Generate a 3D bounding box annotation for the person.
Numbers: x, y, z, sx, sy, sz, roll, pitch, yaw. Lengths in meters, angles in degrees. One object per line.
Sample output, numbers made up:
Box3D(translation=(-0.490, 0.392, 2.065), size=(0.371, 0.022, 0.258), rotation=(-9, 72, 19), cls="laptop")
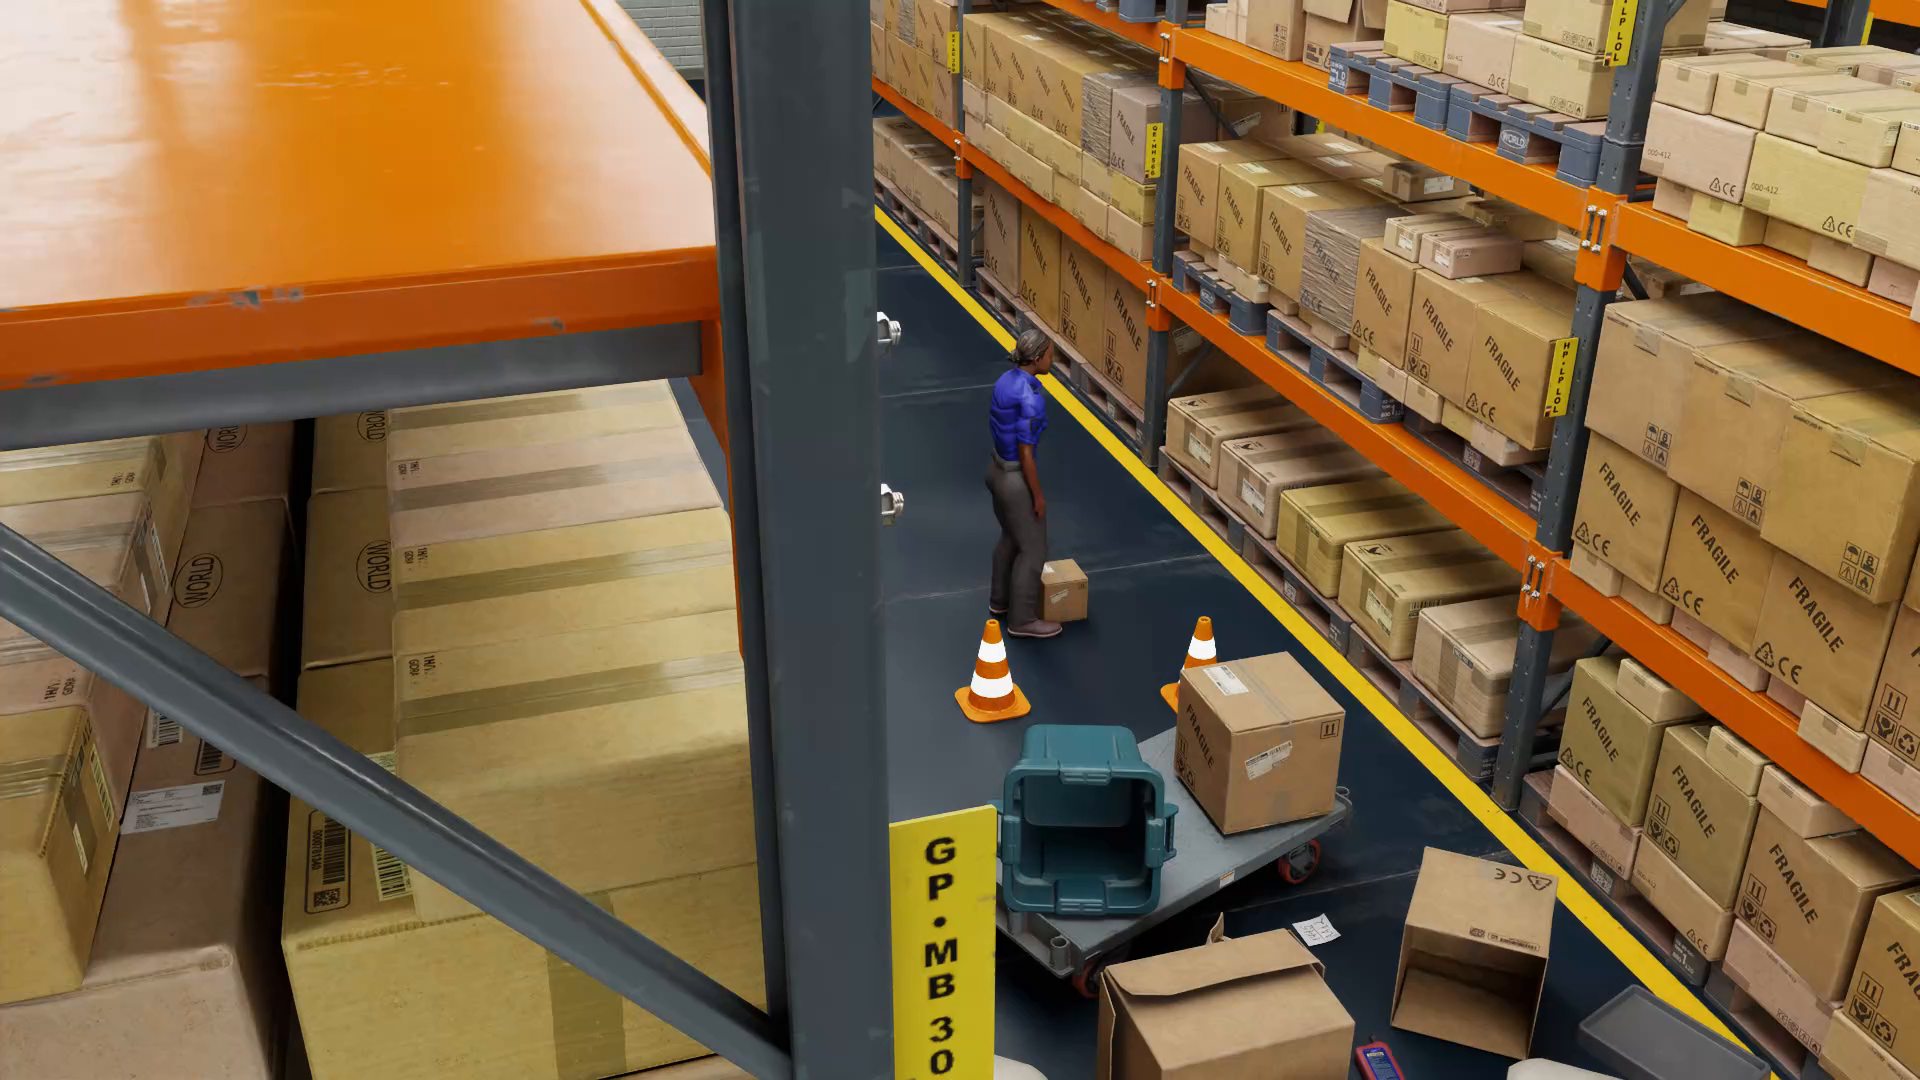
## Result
Box3D(translation=(0.323, -0.306, 8.734), size=(0.349, 1.654, 0.504), rotation=(-8, 28, -16), cls="person")
